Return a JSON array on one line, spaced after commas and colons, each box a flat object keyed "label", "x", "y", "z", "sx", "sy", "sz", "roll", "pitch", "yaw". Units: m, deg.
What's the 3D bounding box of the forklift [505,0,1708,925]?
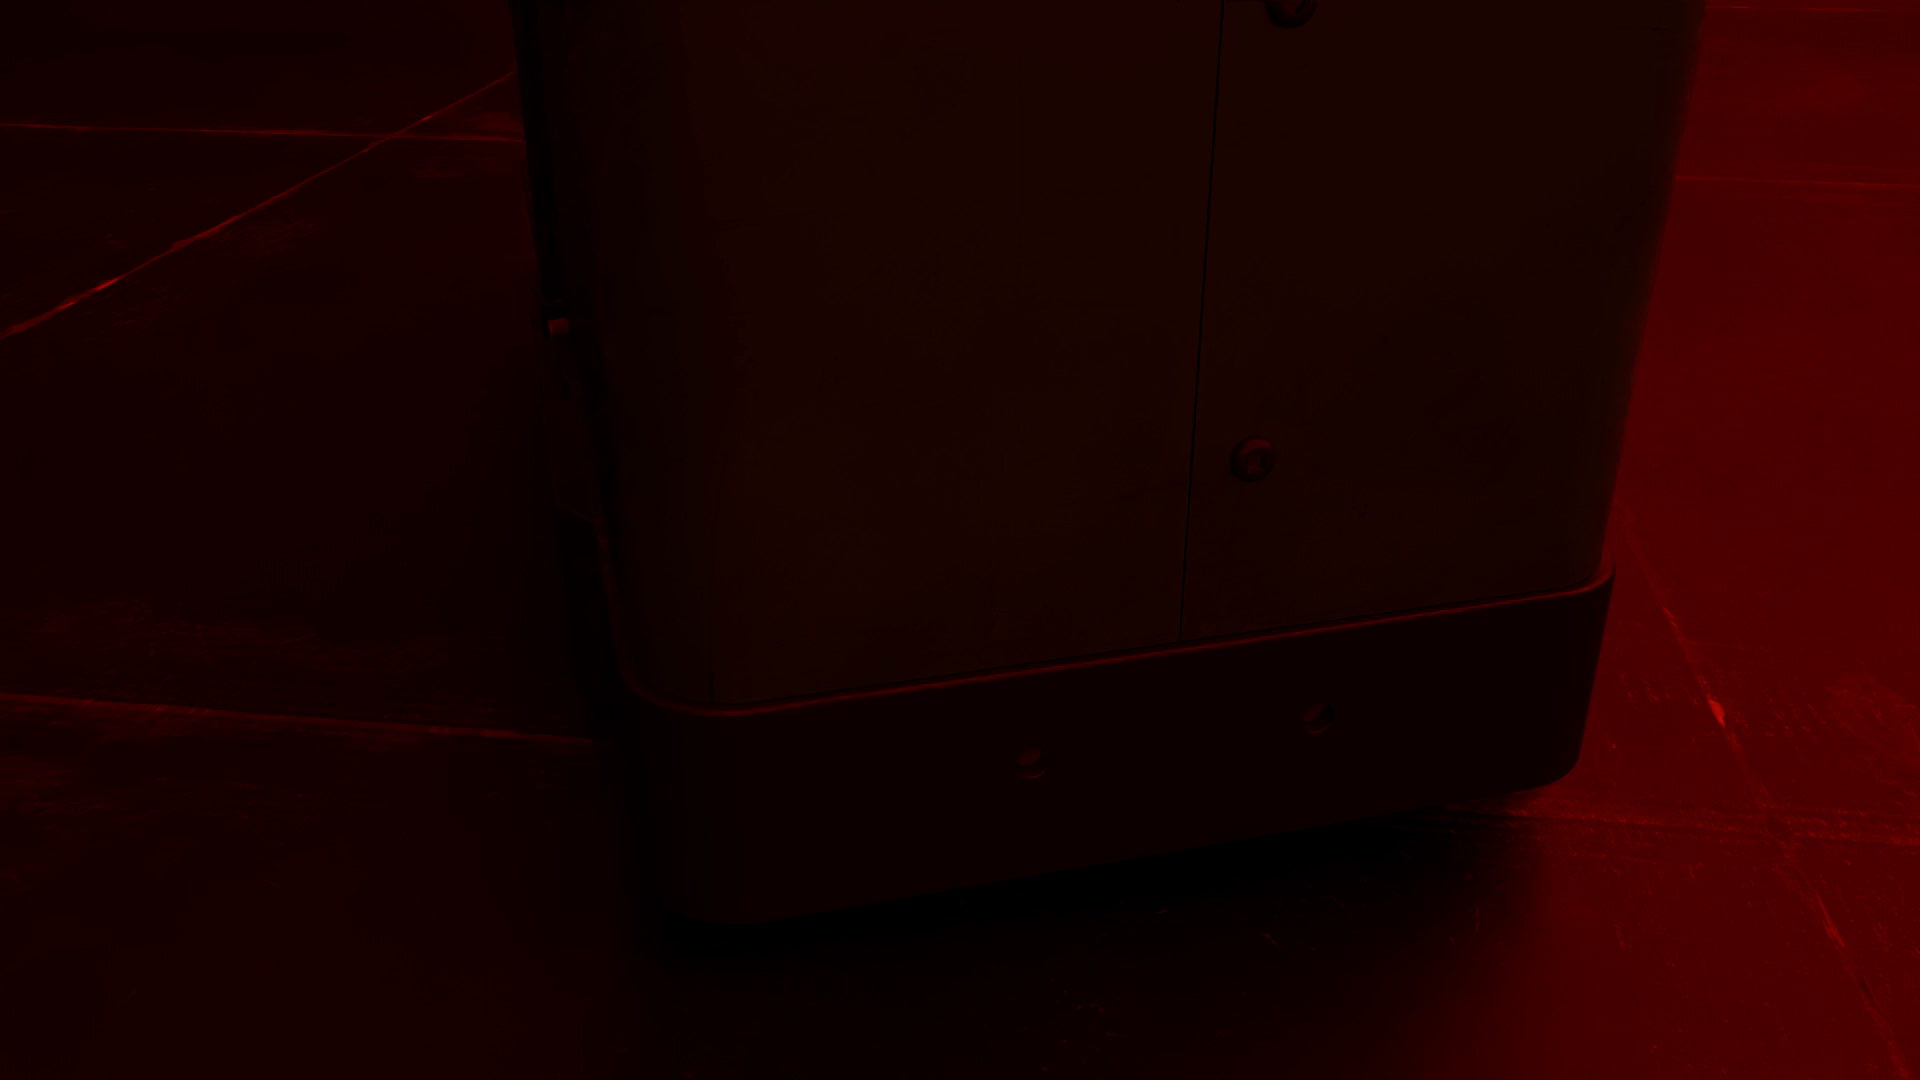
[{"label": "forklift", "x": -0.185, "y": -1.580, "z": 2.384, "sx": 1.130, "sy": 2.935, "sz": 3.031, "roll": -7, "pitch": 27, "yaw": -14}]
